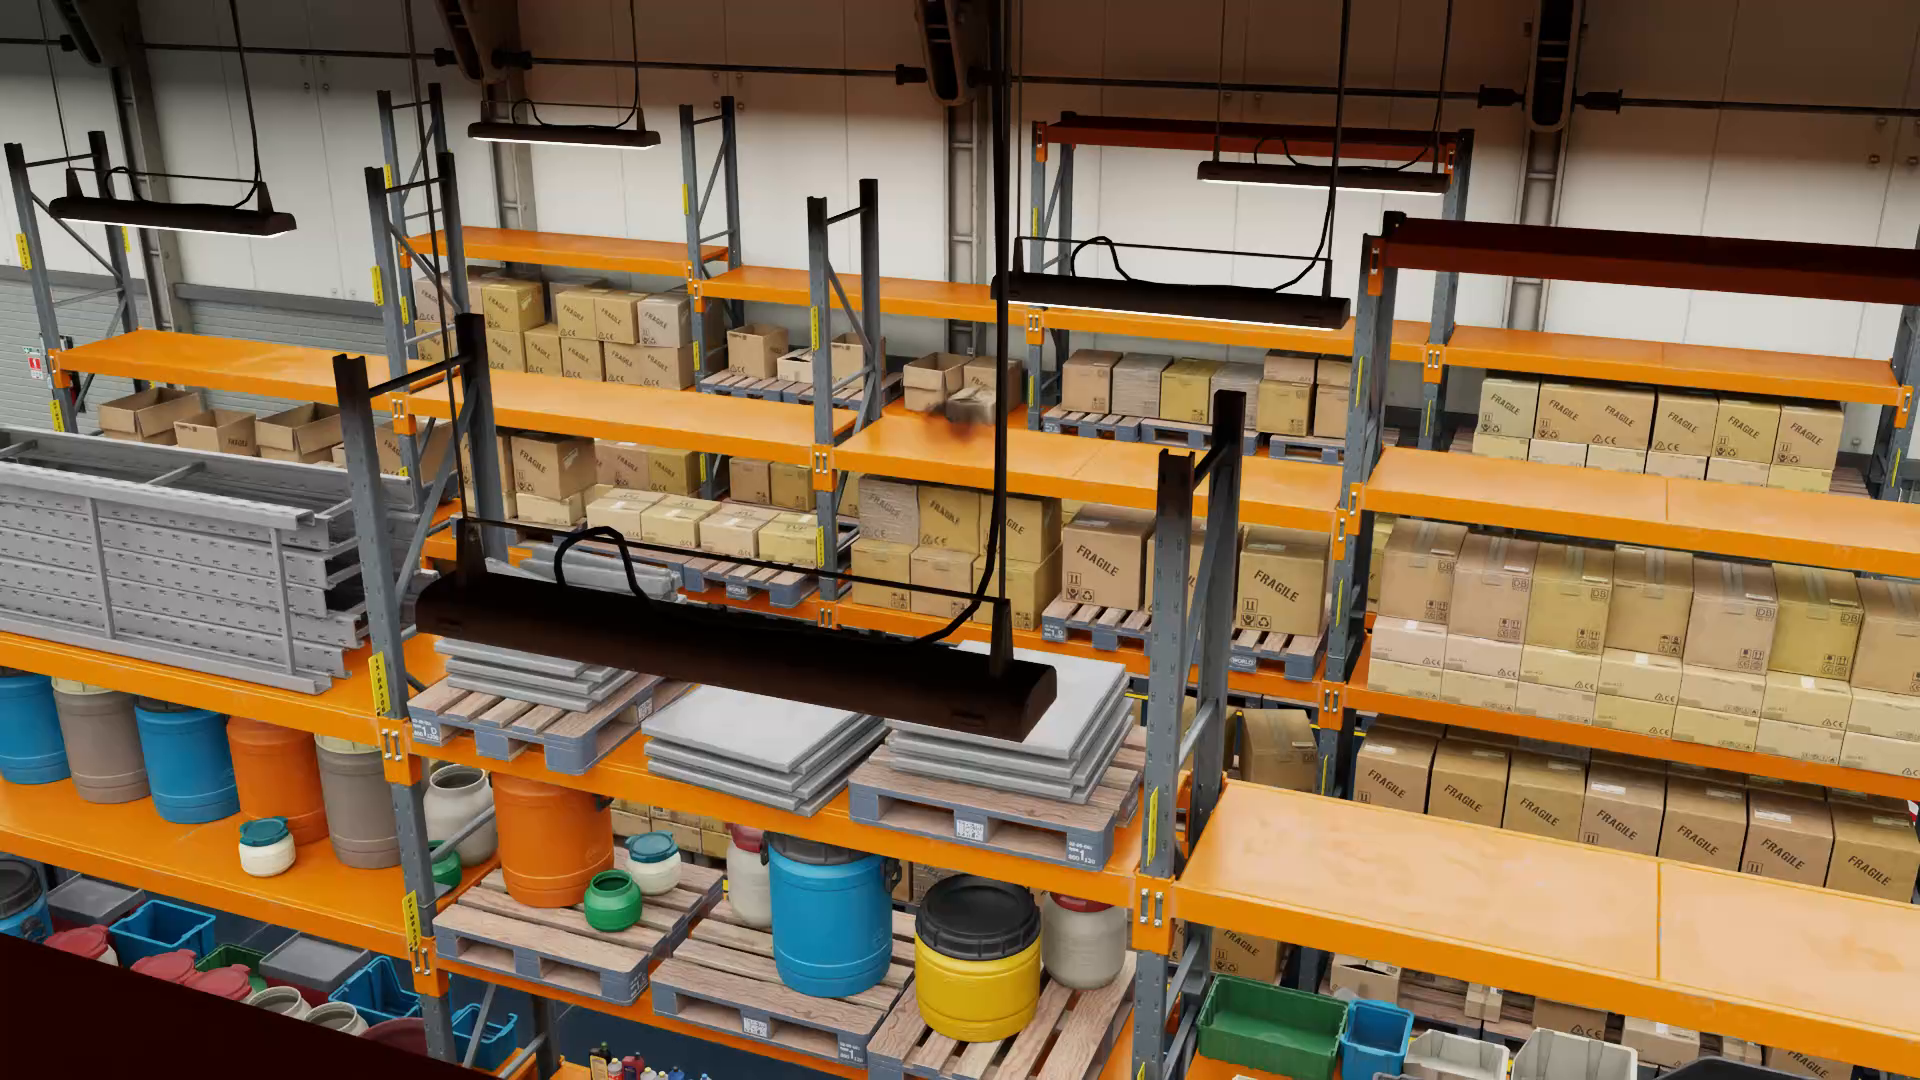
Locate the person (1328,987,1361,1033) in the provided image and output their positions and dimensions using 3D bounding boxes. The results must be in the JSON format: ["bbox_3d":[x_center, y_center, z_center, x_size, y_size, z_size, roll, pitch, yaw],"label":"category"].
[{"bbox_3d":[2.343,3.567,10.708,0.951,1.640,0.561,6,22,15],"label":"person"}]
